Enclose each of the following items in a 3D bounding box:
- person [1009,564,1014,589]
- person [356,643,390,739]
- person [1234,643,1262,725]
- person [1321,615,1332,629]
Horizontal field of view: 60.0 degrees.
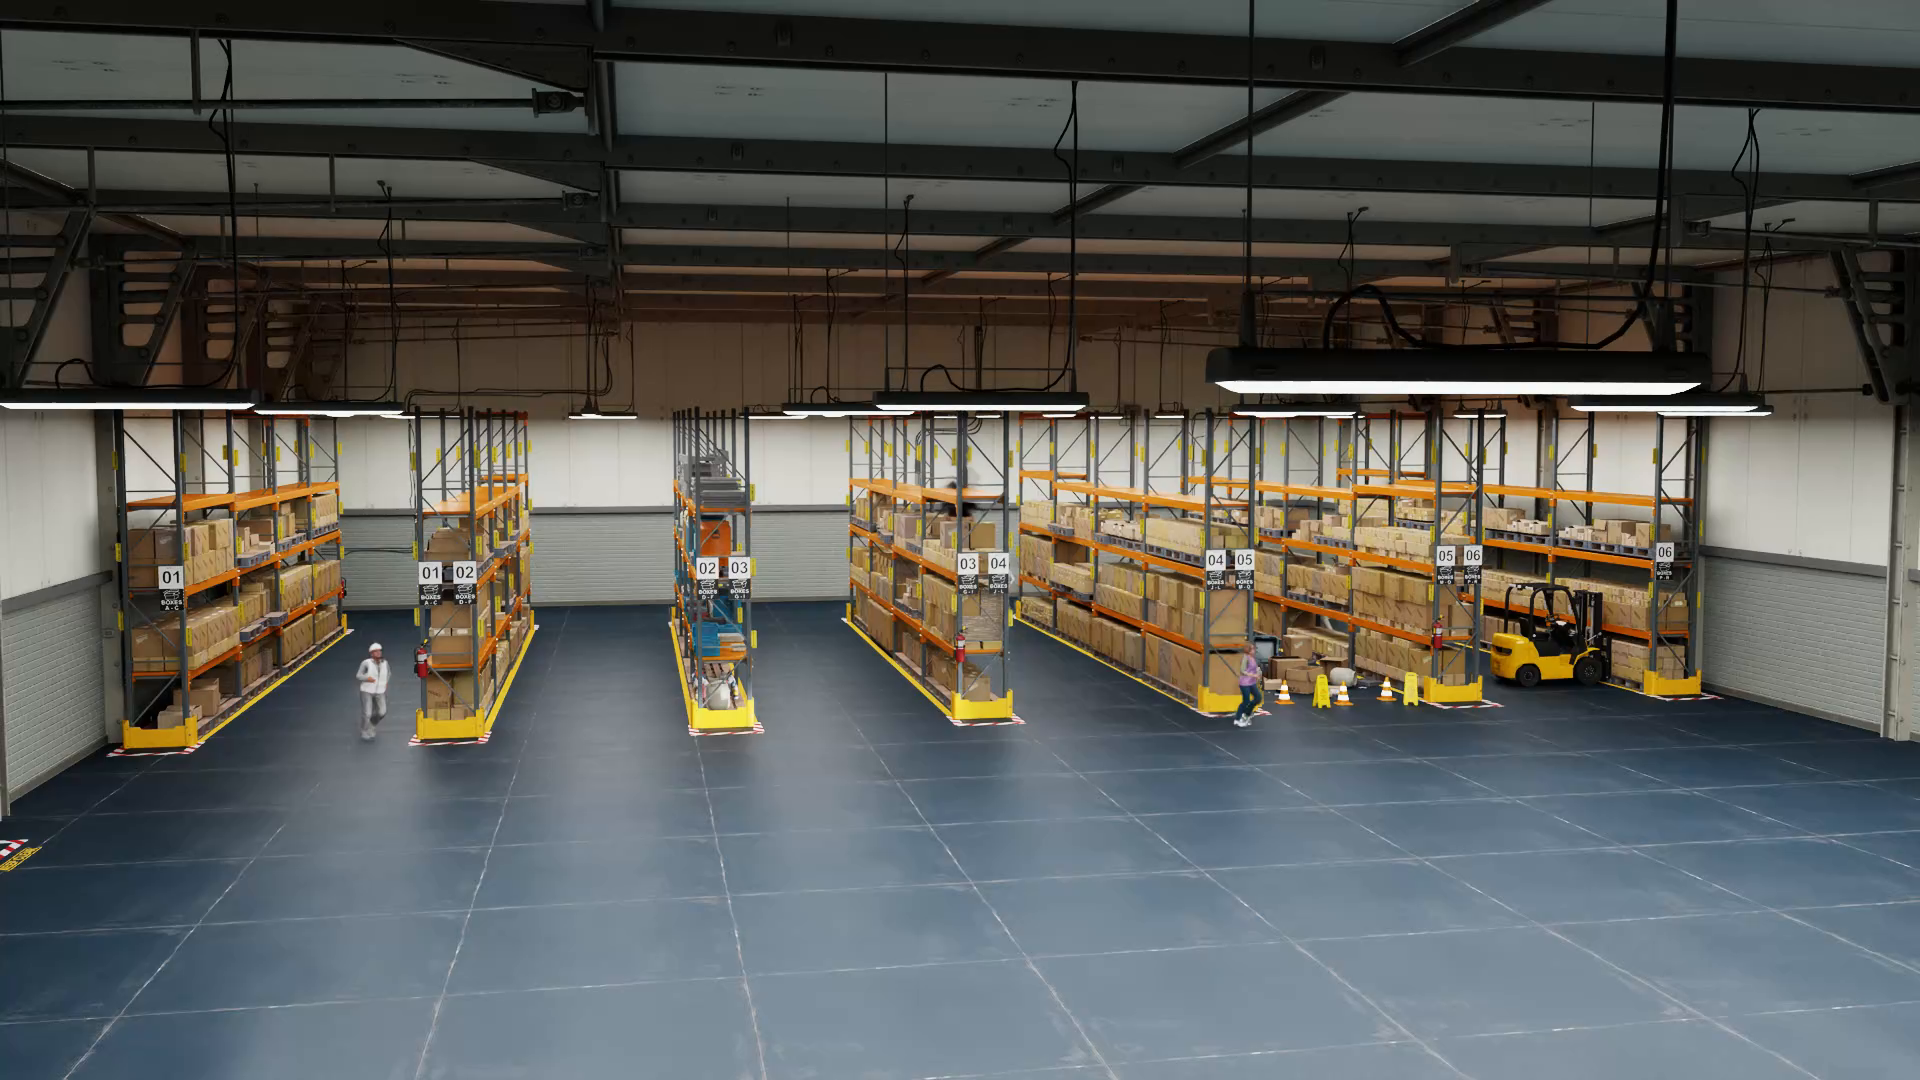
[{"bbox_3d":[1.327,1.425,49.740,0.517,1.554,0.556,-1,4,-10],"label":"person"},{"bbox_3d":[-10.505,2.729,29.927,0.670,1.733,0.631,-3,5,-38],"label":"person"},{"bbox_3d":[5.423,2.712,31.186,0.611,1.570,0.541,3,5,36],"label":"person"},{"bbox_3d":[9.729,1.622,44.391,0.686,1.736,0.947,-1,4,-17],"label":"person"}]
